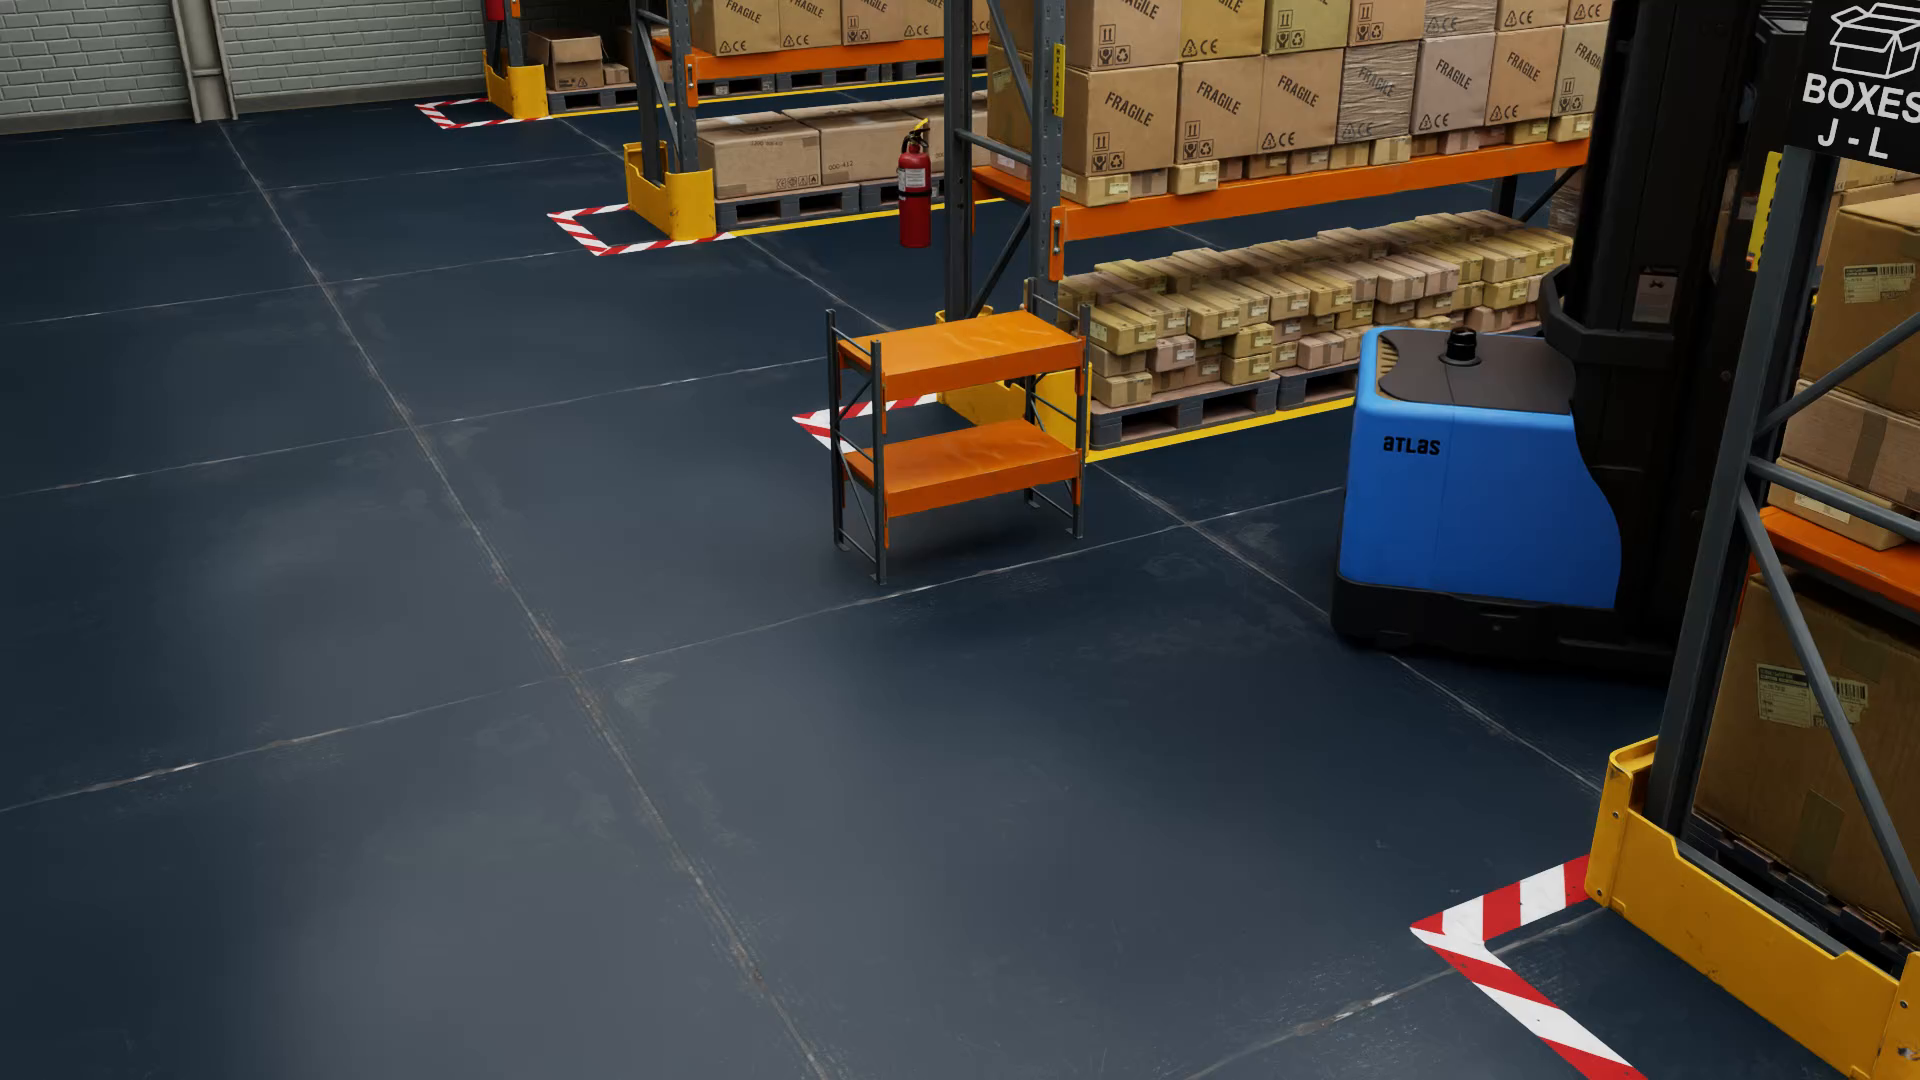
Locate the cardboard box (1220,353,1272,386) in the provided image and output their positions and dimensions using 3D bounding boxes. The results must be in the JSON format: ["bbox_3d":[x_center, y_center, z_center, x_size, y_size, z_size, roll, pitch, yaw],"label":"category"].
[{"bbox_3d":[1.500,-0.995,9.165,0.250,0.149,0.380,-13,28,-24],"label":"cardboard box"}]

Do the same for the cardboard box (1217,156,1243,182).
[{"bbox_3d":[1.274,-1.993,8.726,0.250,0.149,0.380,-12,28,-23],"label":"cardboard box"}]

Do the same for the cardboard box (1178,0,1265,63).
[{"bbox_3d":[1.165,-2.684,8.259,0.500,0.500,0.500,-12,28,-24],"label":"cardboard box"}]

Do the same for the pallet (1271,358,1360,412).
[{"bbox_3d":[2.078,-1.115,9.829,1.213,0.211,1.003,-13,29,-25],"label":"pallet"}]

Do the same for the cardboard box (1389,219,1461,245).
[{"bbox_3d":[2.859,-1.850,10.260,0.250,0.149,0.380,-13,29,-26],"label":"cardboard box"}]

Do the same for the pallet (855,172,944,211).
[{"bbox_3d":[-0.473,-3.011,13.777,1.213,0.211,1.003,-13,29,-25],"label":"pallet"}]

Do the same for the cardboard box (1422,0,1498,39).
[{"bbox_3d":[2.532,-2.998,8.914,0.500,0.500,0.500,-12,28,-24],"label":"cardboard box"}]

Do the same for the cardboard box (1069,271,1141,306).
[{"bbox_3d":[0.798,-1.365,9.248,0.250,0.149,0.380,-12,28,-24],"label":"cardboard box"}]

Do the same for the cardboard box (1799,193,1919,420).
[{"bbox_3d":[2.753,-0.648,4.596,0.500,0.500,0.500,-13,28,-24],"label":"cardboard box"}]

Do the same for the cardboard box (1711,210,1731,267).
[{"bbox_3d":[4.508,-1.885,10.613,0.500,0.500,0.500,-12,28,-23],"label":"cardboard box"}]

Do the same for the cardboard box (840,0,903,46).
[{"bbox_3d":[-0.767,-4.072,12.650,0.500,0.500,0.500,-13,29,-25],"label":"cardboard box"}]

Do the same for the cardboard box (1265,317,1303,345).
[{"bbox_3d":[1.694,-1.224,9.299,0.250,0.149,0.380,-14,29,-28],"label":"cardboard box"}]

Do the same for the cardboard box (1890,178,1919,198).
[{"bbox_3d":[6.343,-2.312,11.503,0.500,0.500,0.500,-12,28,-23],"label":"cardboard box"}]

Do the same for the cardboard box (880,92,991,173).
[{"bbox_3d":[-0.081,-3.408,13.857,0.875,0.438,0.875,-14,29,-27],"label":"cardboard box"}]

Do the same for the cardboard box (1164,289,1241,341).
[{"bbox_3d":[1.293,-1.212,8.930,0.250,0.149,0.380,-13,29,-25],"label":"cardboard box"}]

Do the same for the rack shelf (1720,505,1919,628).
[{"bbox_3d":[4.211,-0.127,5.379,4.000,0.370,1.077,-13,29,-25],"label":"rack shelf"}]

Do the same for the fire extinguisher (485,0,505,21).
[{"bbox_3d":[-4.468,-5.314,15.872,0.183,0.674,0.296,-13,29,-25],"label":"fire extinguisher"}]

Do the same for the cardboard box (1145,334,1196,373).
[{"bbox_3d":[1.053,-1.039,8.914,0.250,0.149,0.380,-13,29,-25],"label":"cardboard box"}]

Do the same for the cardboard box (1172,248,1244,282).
[{"bbox_3d":[1.436,-1.570,9.676,0.250,0.149,0.380,-12,28,-23],"label":"cardboard box"}]

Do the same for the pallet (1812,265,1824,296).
[{"bbox_3d":[5.495,-1.925,11.516,1.213,0.211,1.003,-13,29,-25],"label":"pallet"}]

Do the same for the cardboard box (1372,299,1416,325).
[{"bbox_3d":[2.413,-1.385,9.633,0.250,0.149,0.380,-14,29,-28],"label":"cardboard box"}]

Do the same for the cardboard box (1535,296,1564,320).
[{"bbox_3d":[3.546,-1.467,10.149,0.250,0.149,0.380,-13,28,-24],"label":"cardboard box"}]

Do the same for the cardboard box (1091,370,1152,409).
[{"bbox_3d":[0.815,-0.847,8.857,0.250,0.149,0.380,-12,28,-24],"label":"cardboard box"}]

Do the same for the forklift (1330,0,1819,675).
[{"bbox_3d":[3.102,-0.940,6.321,3.031,2.935,1.130,6,26,12],"label":"forklift"}]

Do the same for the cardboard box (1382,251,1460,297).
[{"bbox_3d":[2.656,-1.539,9.612,0.250,0.149,0.380,-15,29,-28],"label":"cardboard box"}]

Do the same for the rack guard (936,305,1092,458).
[{"bbox_3d":[0.269,-0.847,8.936,0.348,0.500,1.175,-13,29,-25],"label":"rack guard"}]

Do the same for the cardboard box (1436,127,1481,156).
[{"bbox_3d":[2.685,-2.277,9.316,0.250,0.149,0.380,-14,29,-27],"label":"cardboard box"}]

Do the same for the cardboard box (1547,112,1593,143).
[{"bbox_3d":[3.413,-2.418,9.611,0.250,0.149,0.380,-14,29,-26],"label":"cardboard box"}]

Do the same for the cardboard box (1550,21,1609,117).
[{"bbox_3d":[3.438,-2.746,9.544,0.500,0.500,0.500,-13,29,-25],"label":"cardboard box"}]

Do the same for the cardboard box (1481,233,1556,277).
[{"bbox_3d":[3.333,-1.706,9.959,0.250,0.149,0.380,-13,28,-24],"label":"cardboard box"}]

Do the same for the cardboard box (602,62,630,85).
[{"bbox_3d":[-3.578,-4.787,17.064,0.250,0.149,0.380,-14,29,-27],"label":"cardboard box"}]

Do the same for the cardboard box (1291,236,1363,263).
[{"bbox_3d":[2.175,-1.681,9.907,0.250,0.149,0.380,-14,29,-27],"label":"cardboard box"}]

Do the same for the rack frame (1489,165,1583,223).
[{"bbox_3d":[3.731,-2.773,10.060,0.127,3.000,1.000,-13,29,-25],"label":"rack frame"}]

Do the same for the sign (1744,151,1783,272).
[{"bbox_3d":[2.204,-0.882,4.511,0.005,0.325,0.100,-13,29,-25],"label":"sign"}]

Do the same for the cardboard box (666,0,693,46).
[{"bbox_3d":[-1.915,-4.073,12.651,0.500,0.500,0.500,-13,28,-25],"label":"cardboard box"}]

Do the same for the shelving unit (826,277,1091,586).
[{"bbox_3d":[-0.006,-0.506,7.504,1.048,1.125,0.538,-13,29,-25],"label":"shelving unit"}]

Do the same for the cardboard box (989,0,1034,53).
[{"bbox_3d":[0.489,-2.776,8.453,0.500,0.500,0.500,-14,29,-26],"label":"cardboard box"}]

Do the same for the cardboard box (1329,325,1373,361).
[{"bbox_3d":[2.173,-1.167,9.524,0.250,0.149,0.380,-13,29,-25],"label":"cardboard box"}]

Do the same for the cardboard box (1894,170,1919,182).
[{"bbox_3d":[6.340,-2.642,11.323,0.500,0.250,0.500,-13,28,-24],"label":"cardboard box"}]

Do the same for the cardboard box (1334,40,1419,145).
[{"bbox_3d":[2.073,-2.443,8.914,0.500,0.500,0.500,-14,29,-26],"label":"cardboard box"}]

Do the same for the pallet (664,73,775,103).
[{"bbox_3d":[-2.710,-4.891,17.693,1.213,0.211,1.003,-13,29,-25],"label":"pallet"}]

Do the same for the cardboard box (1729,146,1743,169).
[{"bbox_3d":[4.976,-2.333,10.679,0.500,0.250,0.500,-12,28,-24],"label":"cardboard box"}]

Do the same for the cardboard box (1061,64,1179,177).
[{"bbox_3d":[0.728,-2.123,8.248,0.500,0.500,0.500,-12,28,-23],"label":"cardboard box"}]

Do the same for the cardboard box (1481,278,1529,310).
[{"bbox_3d":[3.142,-1.505,9.883,0.250,0.149,0.380,-14,29,-27],"label":"cardboard box"}]

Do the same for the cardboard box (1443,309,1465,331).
[{"bbox_3d":[2.785,-1.360,9.927,0.250,0.149,0.380,-14,29,-26],"label":"cardboard box"}]

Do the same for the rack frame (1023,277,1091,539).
[{"bbox_3d":[0.443,-0.609,7.719,0.032,1.125,0.500,-13,29,-25],"label":"rack frame"}]

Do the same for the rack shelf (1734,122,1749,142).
[{"bbox_3d":[5.496,-2.856,11.064,4.000,0.370,1.077,-13,29,-25],"label":"rack shelf"}]

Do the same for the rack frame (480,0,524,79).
[{"bbox_3d":[-4.556,-5.723,16.204,0.127,3.000,1.000,-13,29,-25],"label":"rack frame"}]

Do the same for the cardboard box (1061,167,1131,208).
[{"bbox_3d":[0.642,-1.786,8.294,0.250,0.149,0.380,-13,29,-26],"label":"cardboard box"}]

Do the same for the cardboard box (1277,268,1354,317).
[{"bbox_3d":[1.976,-1.383,9.287,0.250,0.149,0.380,-13,28,-24],"label":"cardboard box"}]

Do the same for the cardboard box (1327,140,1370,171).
[{"bbox_3d":[1.994,-2.123,8.997,0.250,0.149,0.380,-12,28,-23],"label":"cardboard box"}]

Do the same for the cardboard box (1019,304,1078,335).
[{"bbox_3d":[0.533,-1.213,9.276,0.250,0.149,0.380,-14,29,-26],"label":"cardboard box"}]
